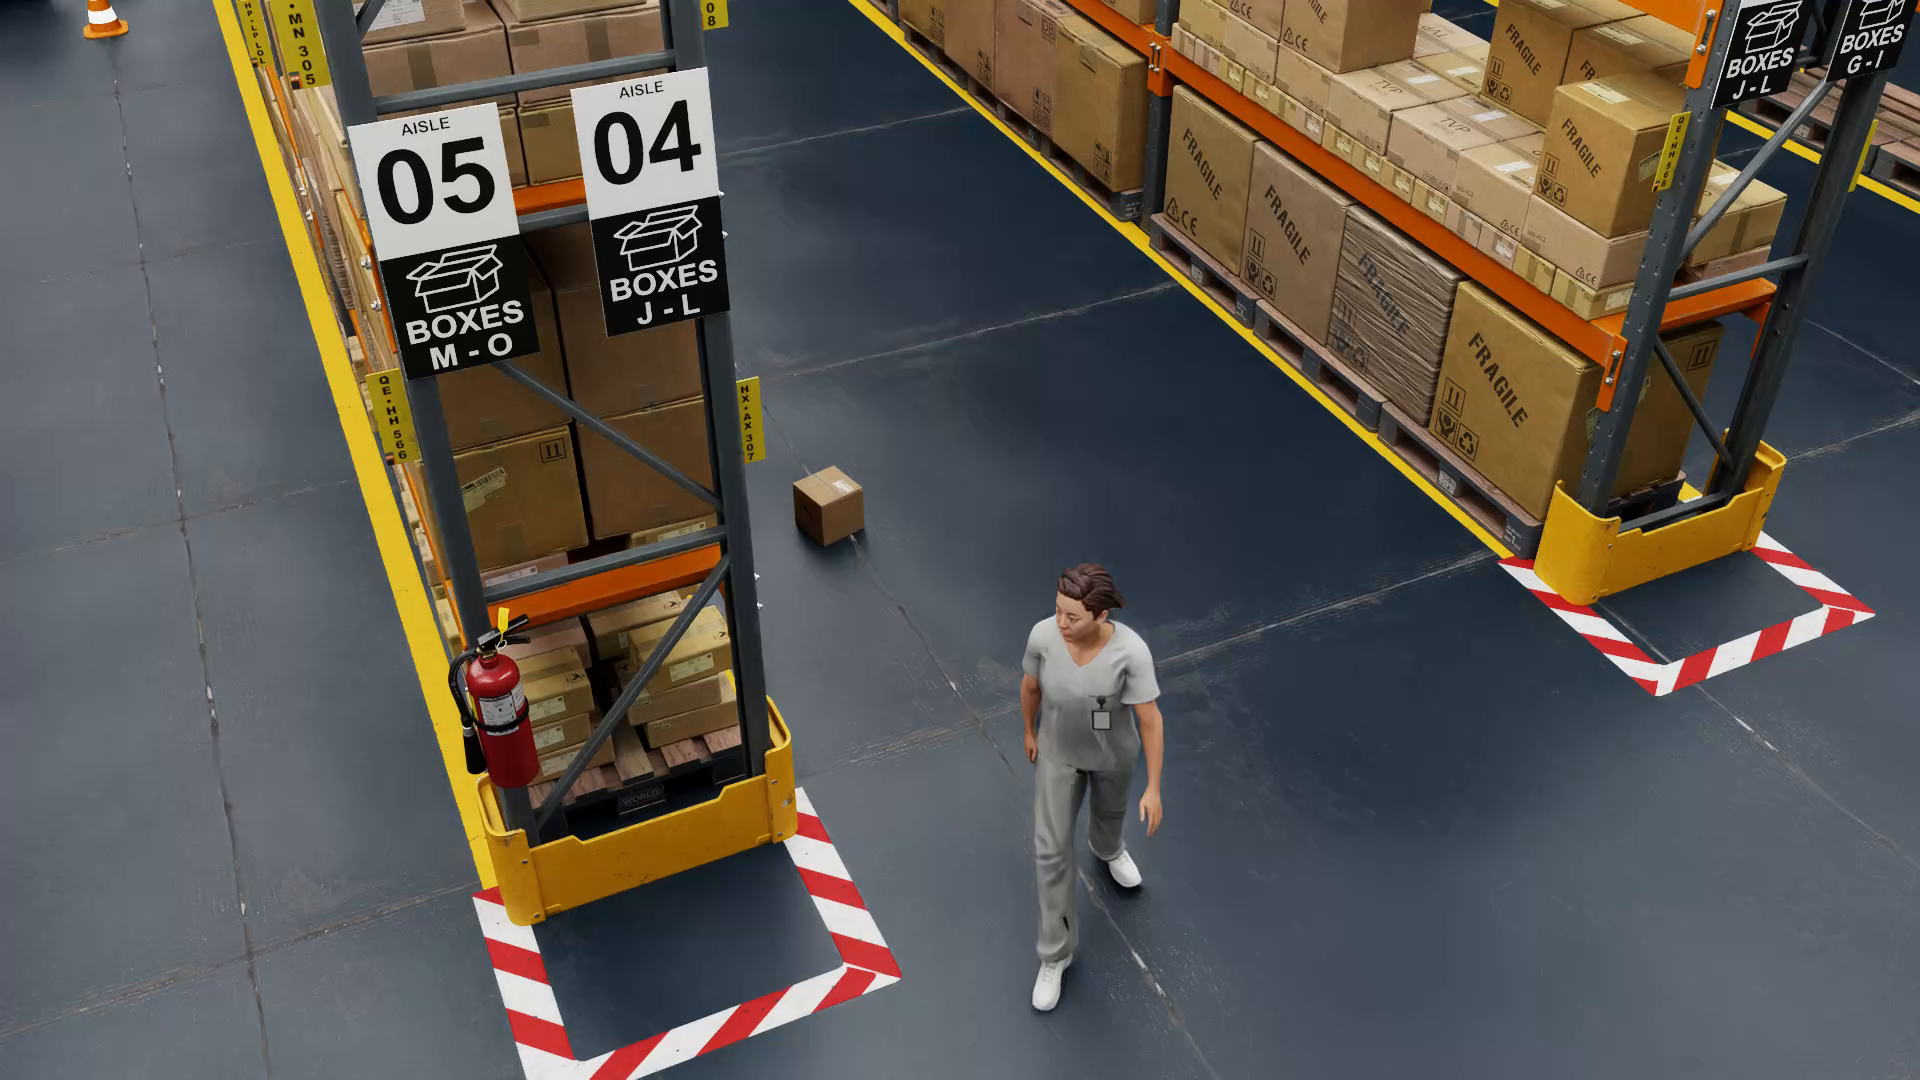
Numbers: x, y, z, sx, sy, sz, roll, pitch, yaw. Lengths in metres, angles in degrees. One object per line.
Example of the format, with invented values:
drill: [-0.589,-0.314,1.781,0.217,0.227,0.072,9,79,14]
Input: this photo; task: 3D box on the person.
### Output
person: [0.450,0.795,5.792,0.524,1.632,0.887,5,38,6]
